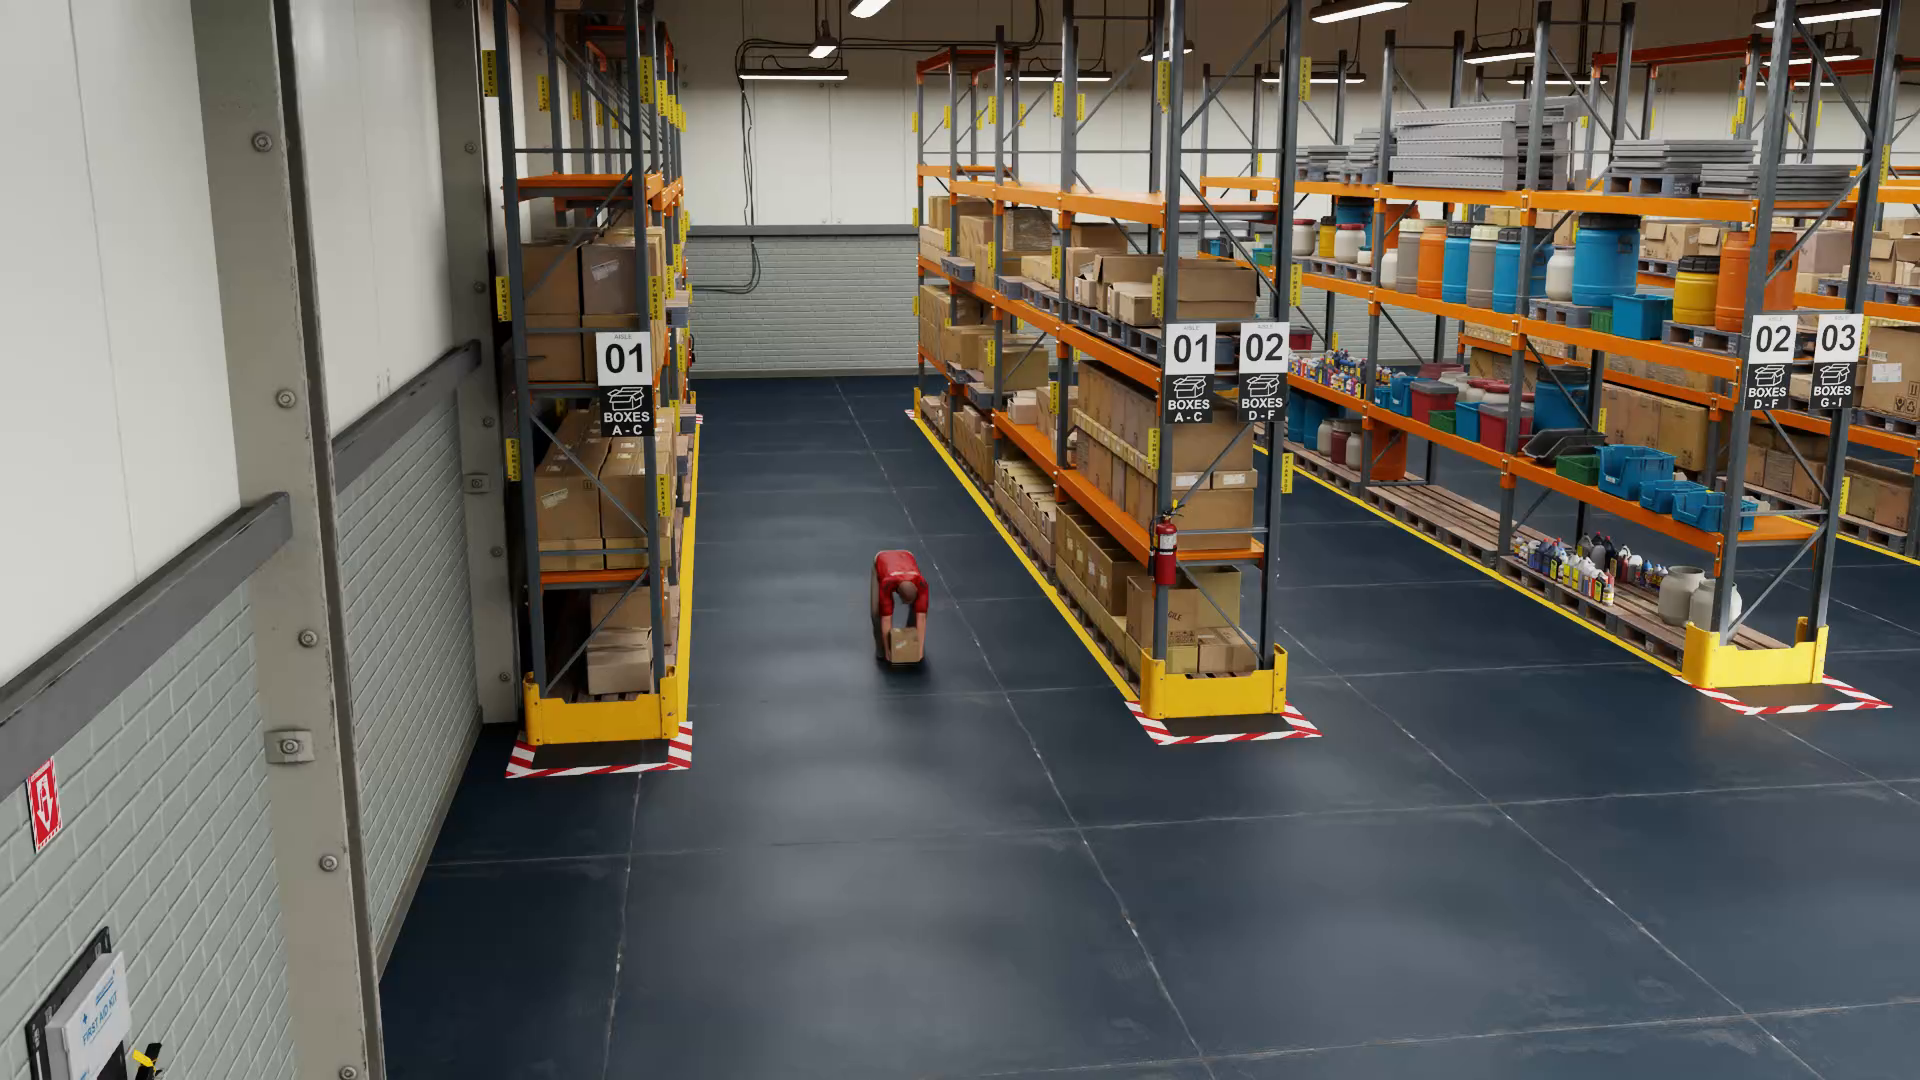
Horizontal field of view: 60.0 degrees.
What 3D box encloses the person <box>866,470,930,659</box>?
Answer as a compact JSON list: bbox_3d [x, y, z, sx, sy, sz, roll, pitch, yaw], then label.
[{"bbox_3d":[-0.561,0.203,15.143,0.594,1.725,0.400,-3,13,-11],"label":"person"}]
